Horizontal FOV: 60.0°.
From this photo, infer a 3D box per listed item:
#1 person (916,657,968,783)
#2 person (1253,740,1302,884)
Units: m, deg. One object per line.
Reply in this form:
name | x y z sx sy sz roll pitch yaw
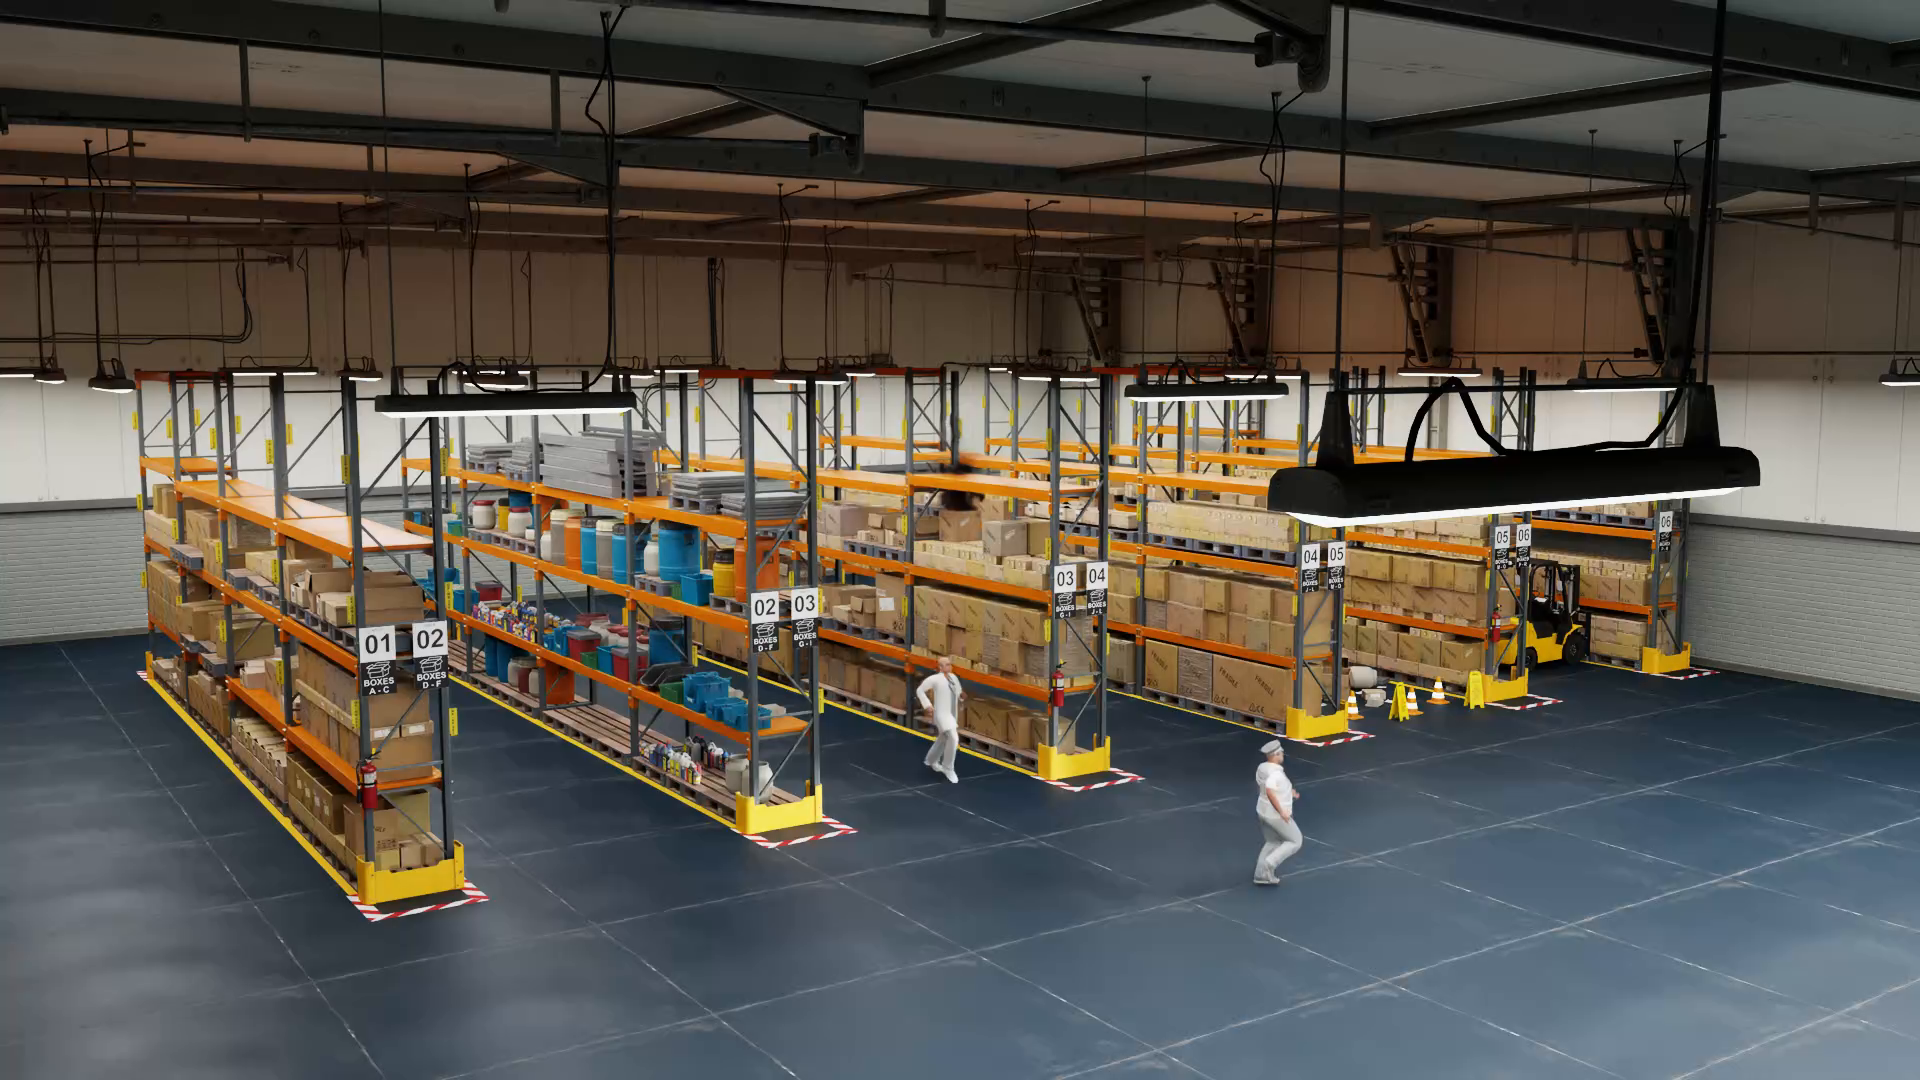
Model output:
person | -0.231 2.654 24.727 0.838 1.850 0.669 4 8 35
person | 3.793 3.233 19.763 0.602 1.740 0.651 -2 7 -17
